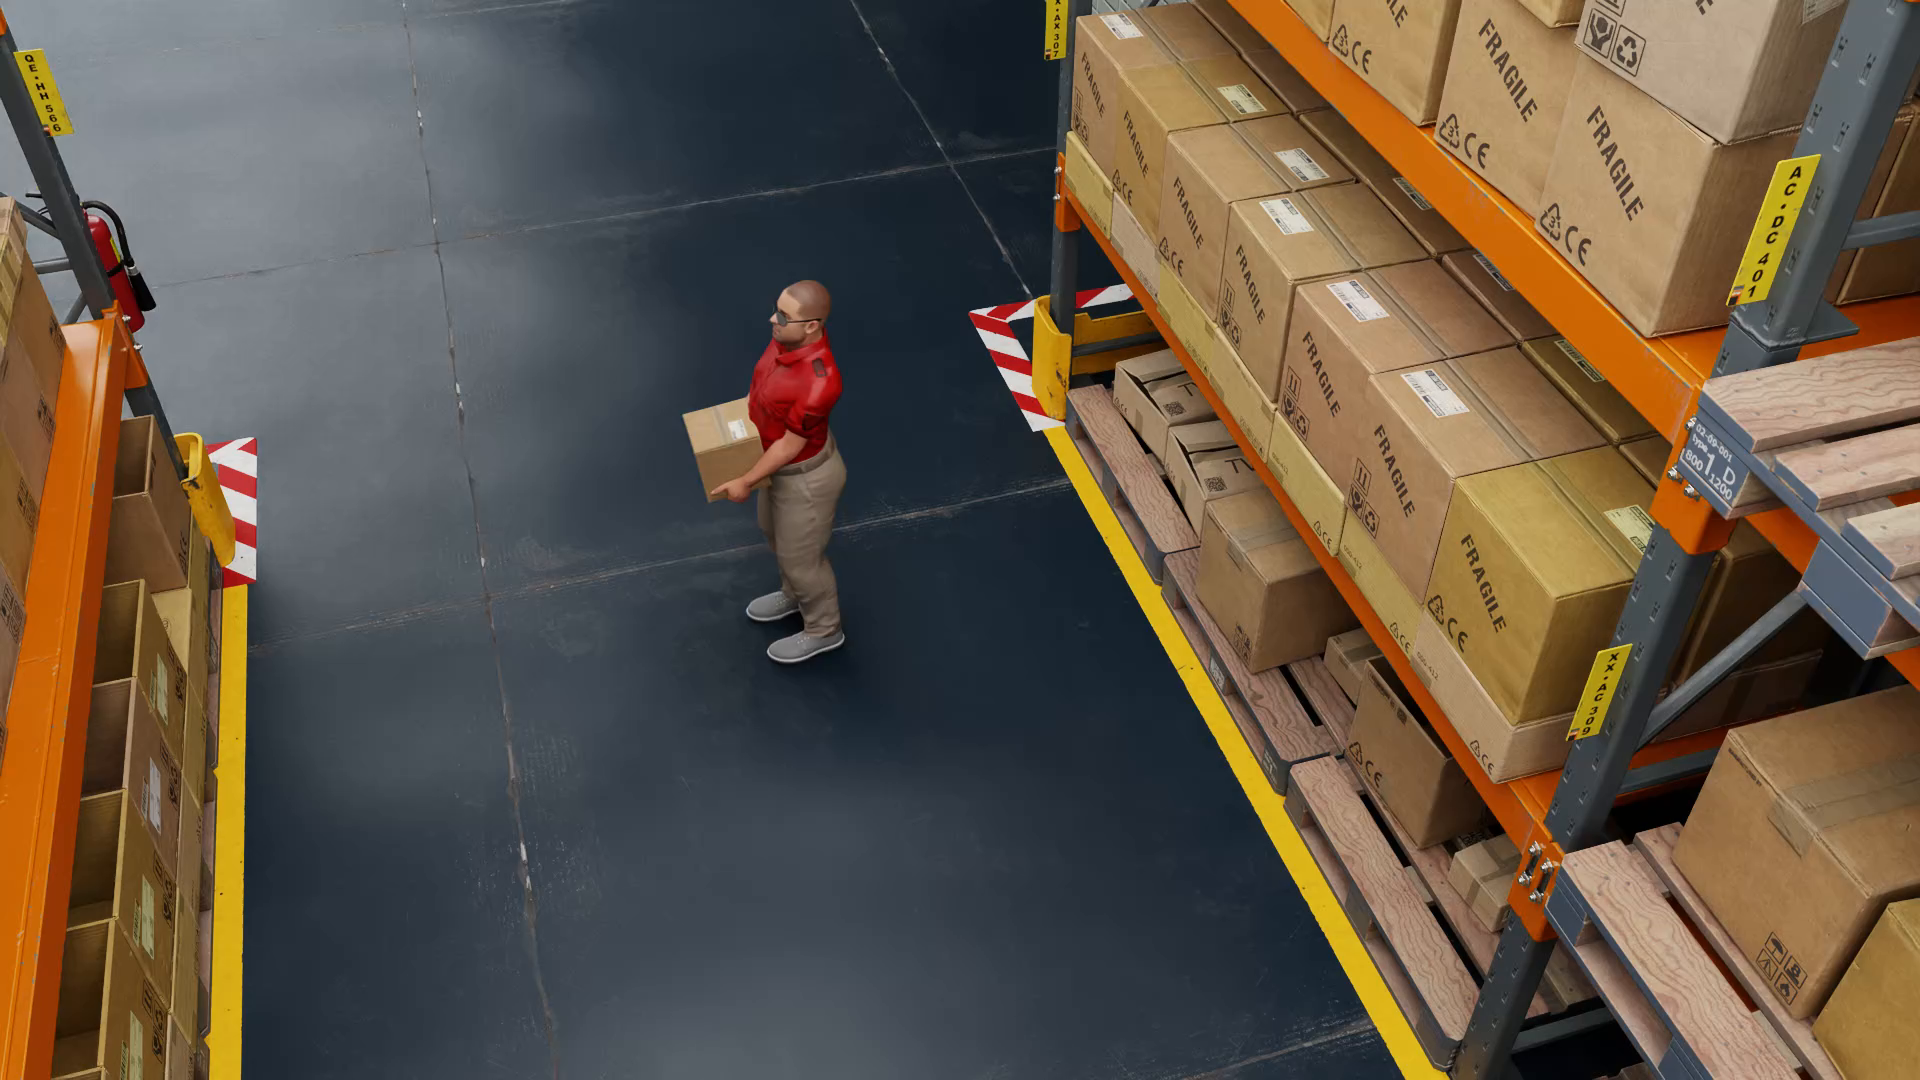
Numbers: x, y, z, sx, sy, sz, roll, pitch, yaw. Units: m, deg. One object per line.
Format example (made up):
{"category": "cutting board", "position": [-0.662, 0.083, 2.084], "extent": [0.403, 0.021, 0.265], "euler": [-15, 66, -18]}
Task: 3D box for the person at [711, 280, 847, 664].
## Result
{"category": "person", "position": [-0.716, -0.248, 6.455], "extent": [0.536, 1.713, 0.494], "euler": [-12, 43, -13]}
